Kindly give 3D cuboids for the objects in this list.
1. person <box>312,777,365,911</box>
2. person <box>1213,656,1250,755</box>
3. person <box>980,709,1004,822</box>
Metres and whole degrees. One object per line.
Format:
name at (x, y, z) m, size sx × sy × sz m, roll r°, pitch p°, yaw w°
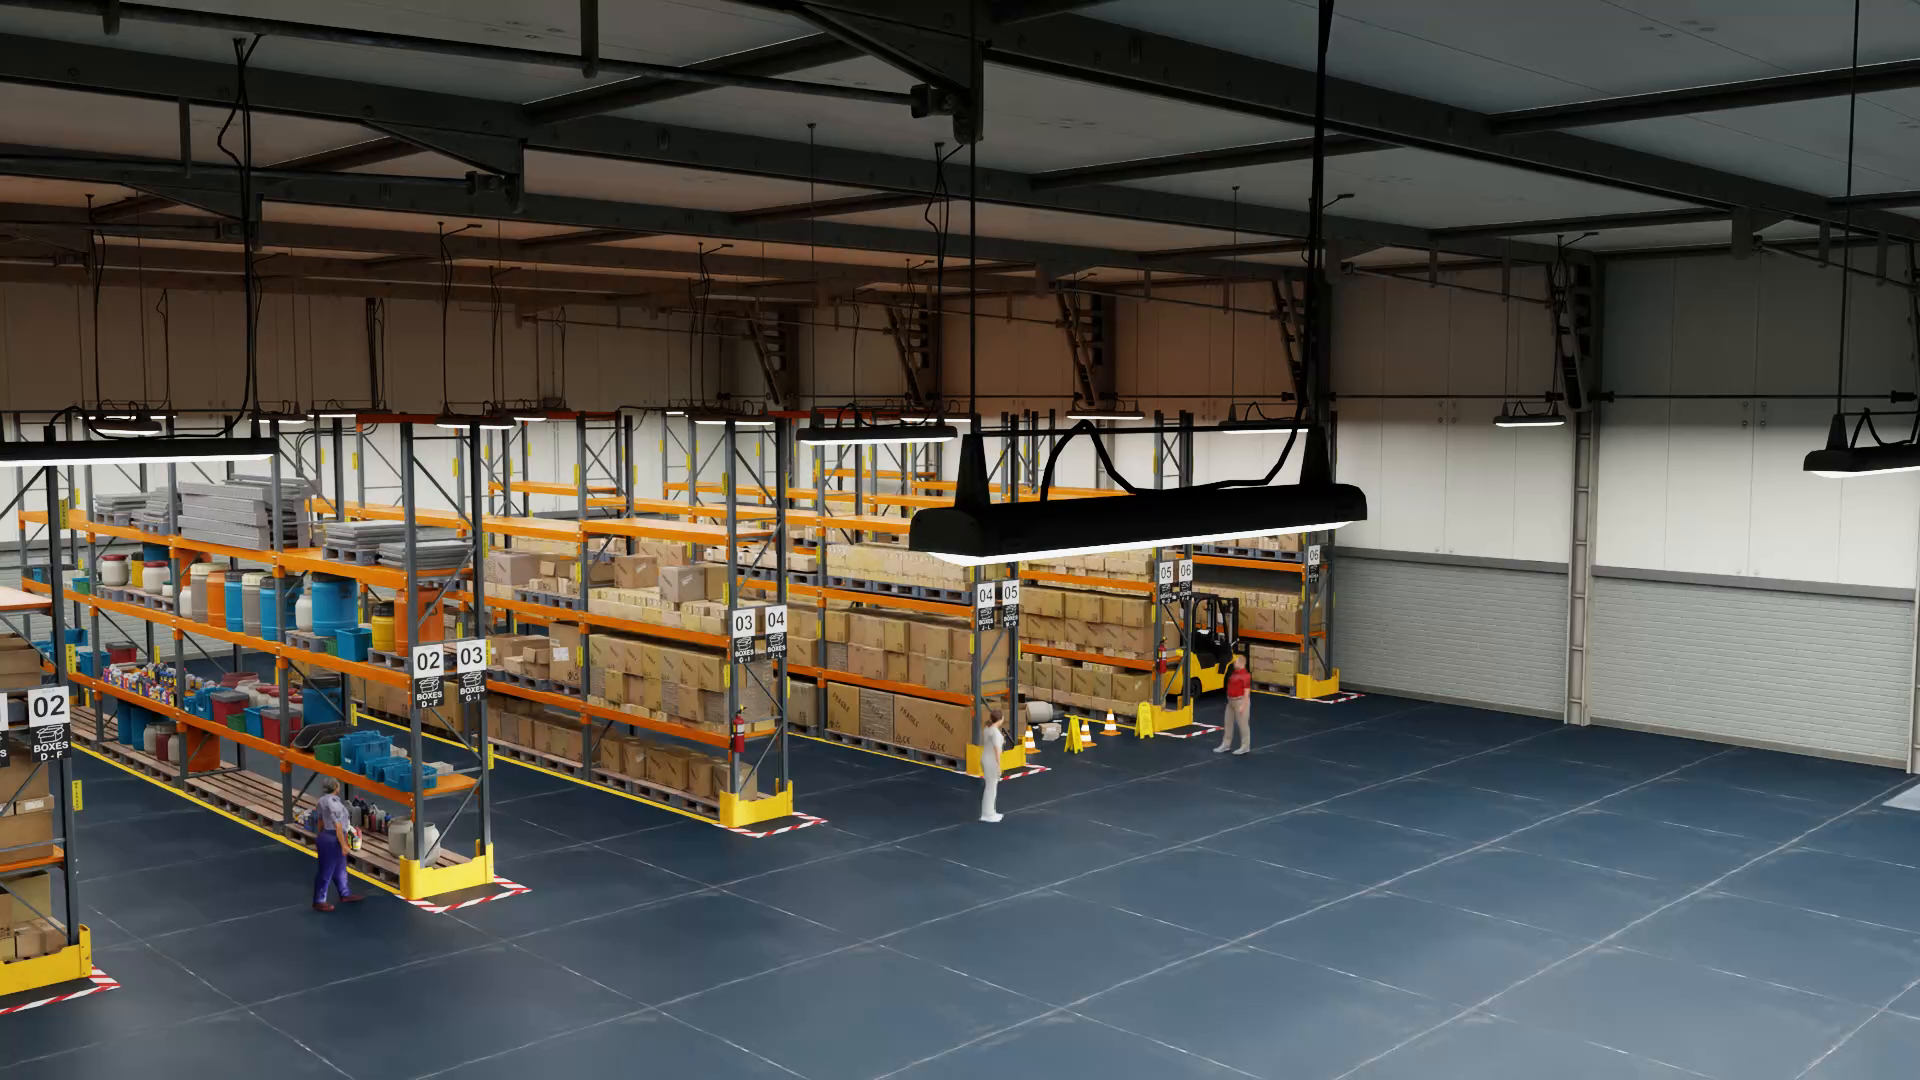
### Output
person at (-7.709, 3.732, 20.563) m, size 0.623 × 1.631 × 0.522 m, roll -2°, pitch 5°, yaw -21°
person at (4.852, 2.917, 29.408) m, size 0.532 × 1.740 × 0.600 m, roll -3°, pitch 6°, yaw -31°
person at (0.474, 3.351, 24.778) m, size 0.360 × 1.683 × 0.477 m, roll -1°, pitch 5°, yaw -16°
